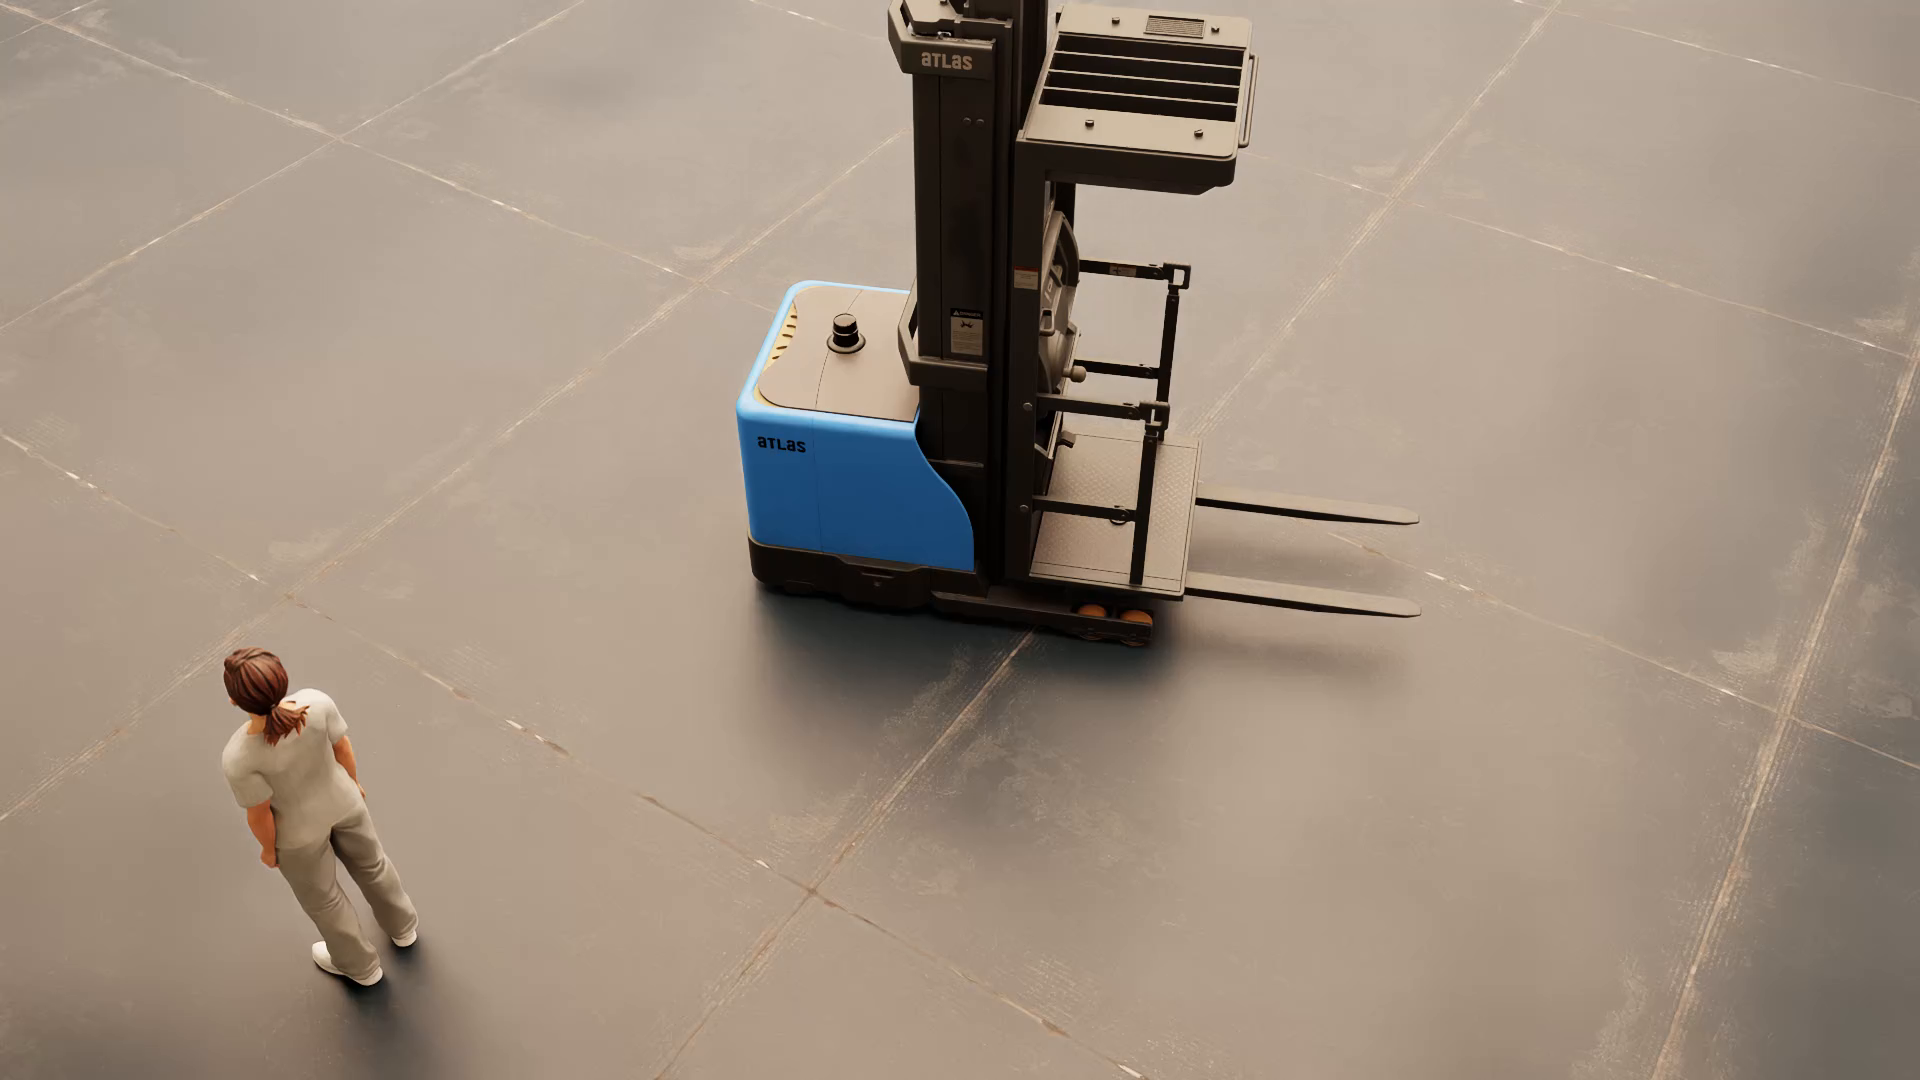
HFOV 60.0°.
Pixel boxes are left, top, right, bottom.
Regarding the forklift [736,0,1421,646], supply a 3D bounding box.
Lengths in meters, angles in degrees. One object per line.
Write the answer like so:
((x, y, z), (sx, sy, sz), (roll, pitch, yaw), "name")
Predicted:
((0.598, -0.987, 6.890), (3.031, 2.935, 1.130), (7, 44, 8), "forklift")

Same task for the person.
((-2.243, 0.960, 5.752), (0.376, 1.672, 0.435), (26, 49, 25), "person")
